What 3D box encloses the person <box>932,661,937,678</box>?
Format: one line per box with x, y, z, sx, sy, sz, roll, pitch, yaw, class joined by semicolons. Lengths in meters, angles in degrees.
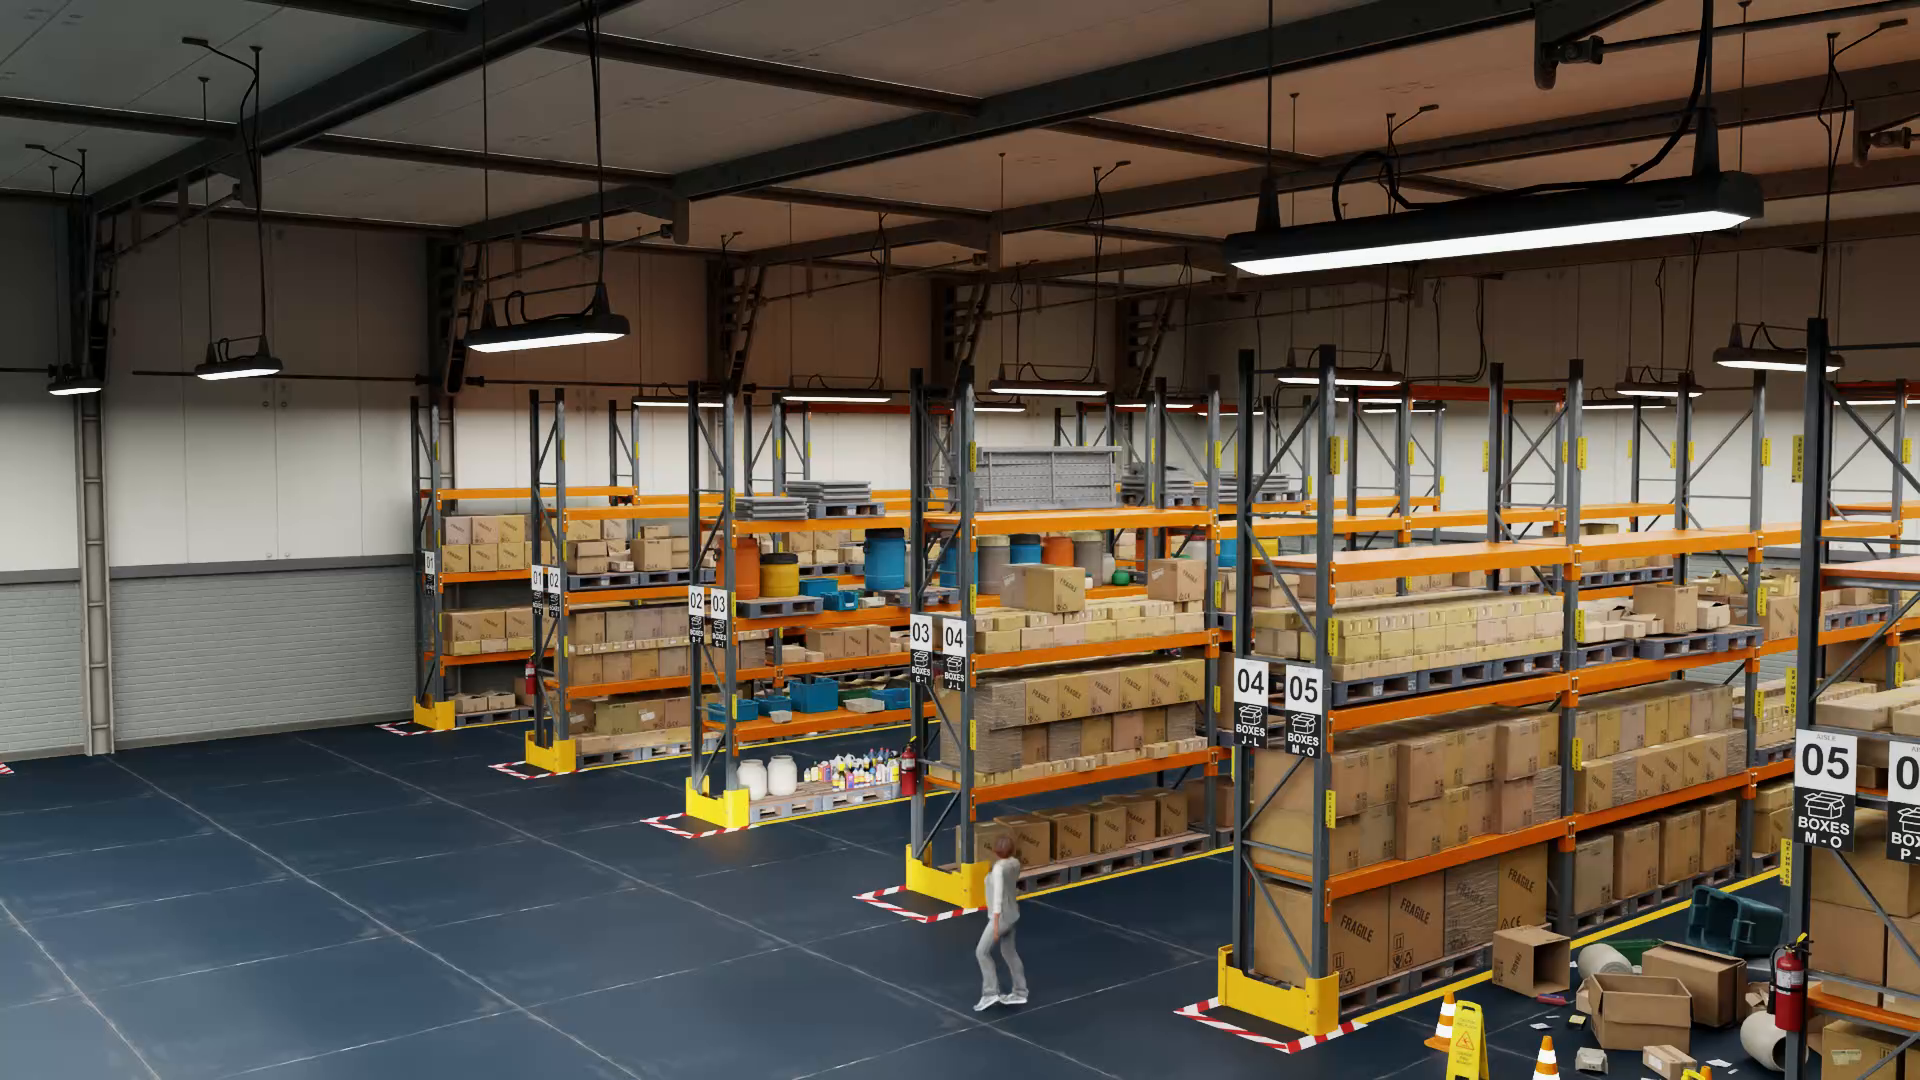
-0.564;2.285;34.630;0.521;1.699;0.485;-2;4;-33;person

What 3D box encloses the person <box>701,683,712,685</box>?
-4.735;2.430;31.339;0.569;1.791;0.405;-2;4;-28;person

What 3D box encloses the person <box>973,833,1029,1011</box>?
0.379;3.480;15.149;0.504;1.641;0.494;1;3;9;person
